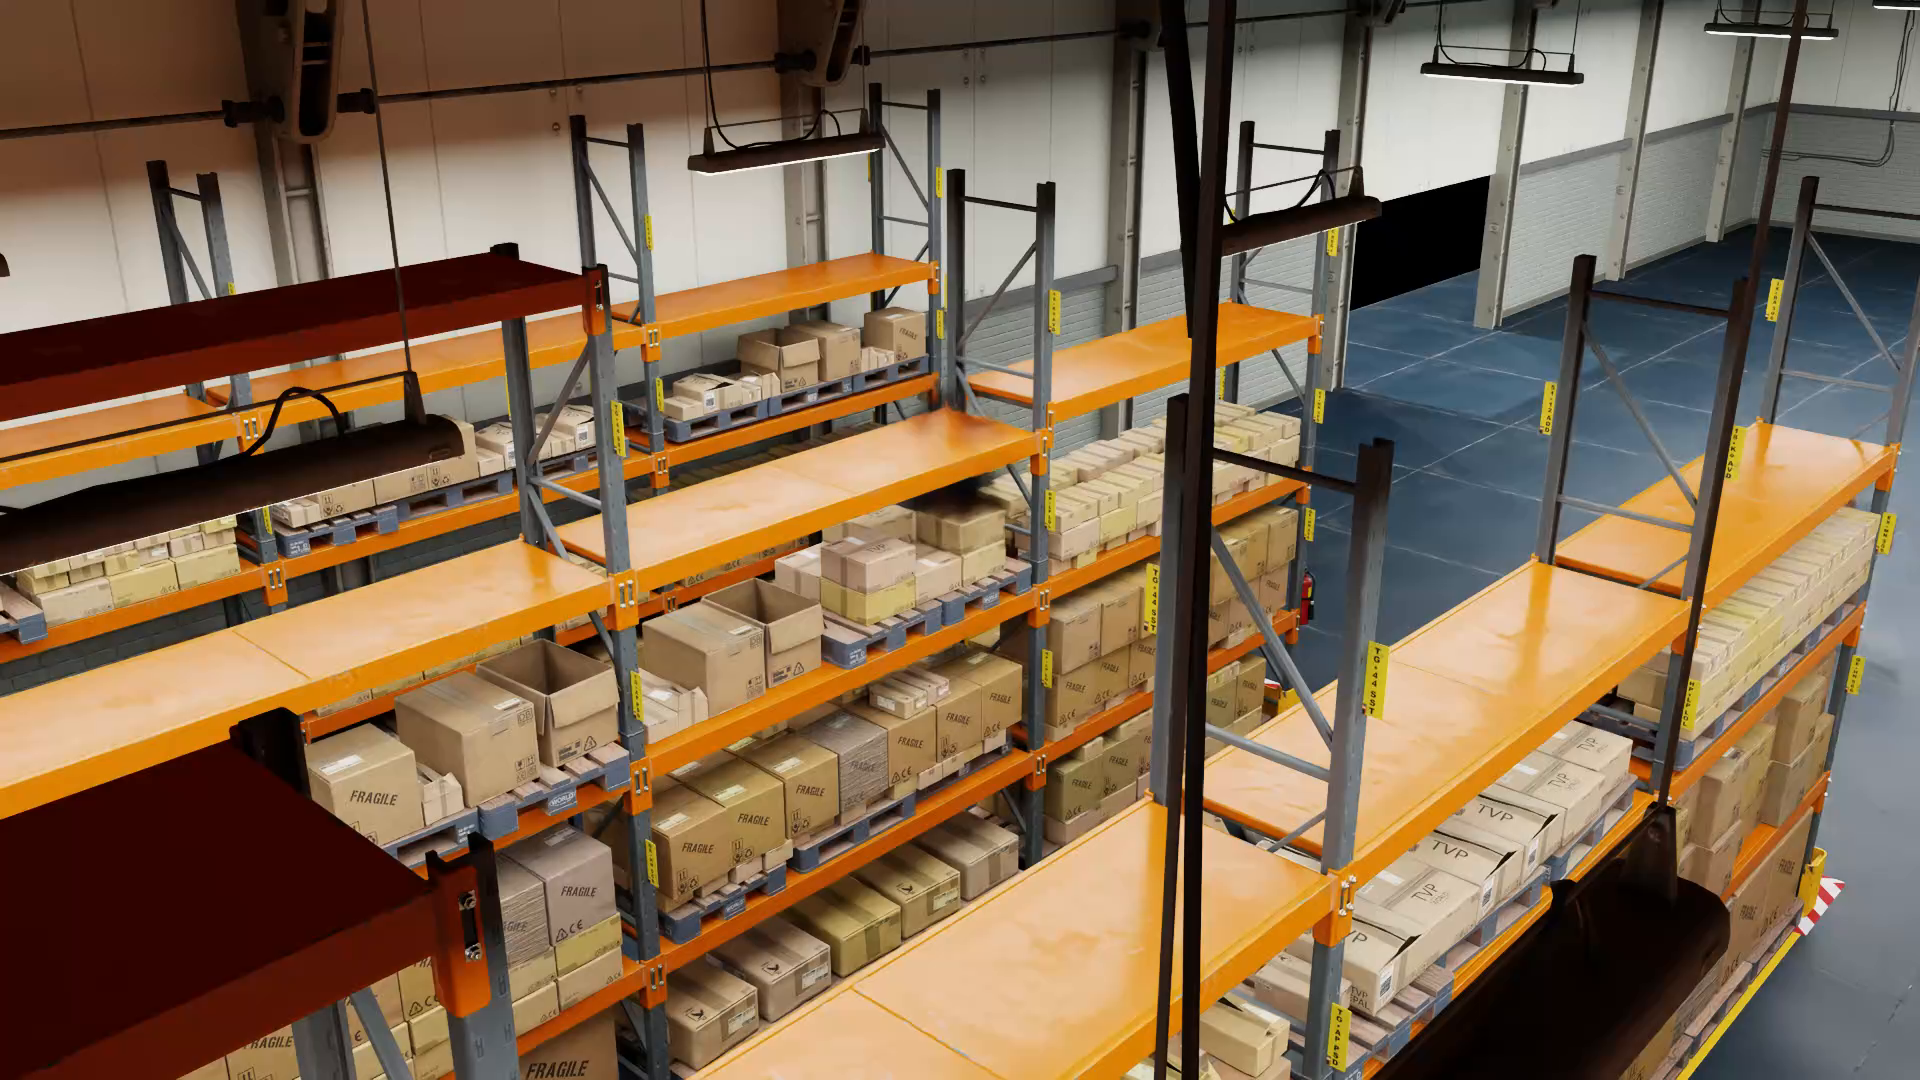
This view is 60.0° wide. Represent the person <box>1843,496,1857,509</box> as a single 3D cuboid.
[{"bbox_3d":[10.006,0.232,19.070,0.646,1.719,0.677,-5,22,-13],"label":"person"}]
